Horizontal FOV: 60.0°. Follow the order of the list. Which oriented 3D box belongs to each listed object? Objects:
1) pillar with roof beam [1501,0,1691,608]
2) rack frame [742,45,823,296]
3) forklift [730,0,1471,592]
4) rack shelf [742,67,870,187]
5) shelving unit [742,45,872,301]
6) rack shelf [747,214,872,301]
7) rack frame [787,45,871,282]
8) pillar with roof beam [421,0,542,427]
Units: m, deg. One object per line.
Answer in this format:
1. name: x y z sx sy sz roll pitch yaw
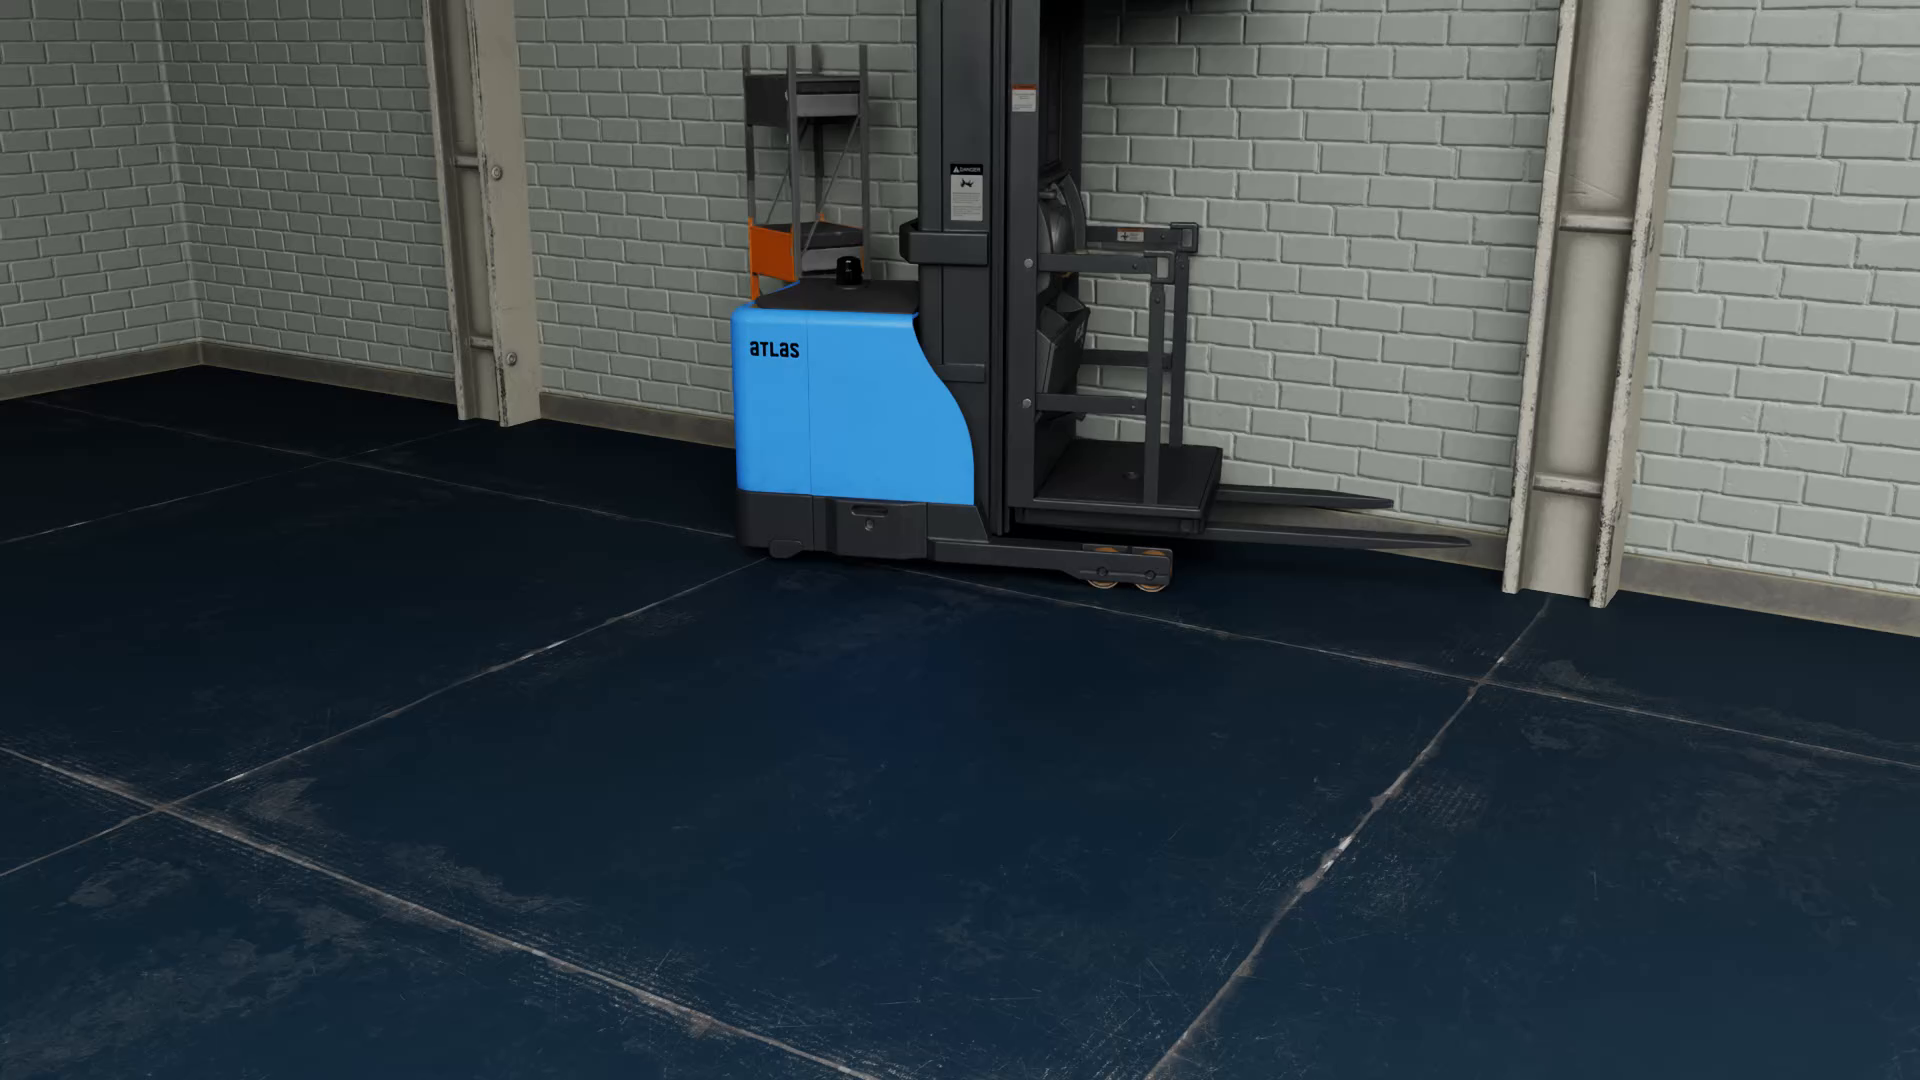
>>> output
1. pillar with roof beam: 0.176 -3.041 1.909 0.400 9.000 9.100 10 20 30
2. rack frame: -0.852 -1.355 8.230 0.400 2.100 0.015 -10 19 -30
3. forklift: 0.611 -1.362 6.822 3.031 2.935 1.130 4 17 12
4. rack shelf: -0.727 -1.953 7.833 0.431 0.518 0.480 -10 19 -30
5. shelving unit: -0.725 -1.296 8.030 0.431 2.100 0.503 -10 19 -30
6. rack shelf: -0.725 -1.283 8.034 0.431 0.518 0.480 -10 19 -30
7. rack frame: -0.598 -1.236 7.831 0.400 2.100 0.015 -10 19 -30
8. pillar with roof beam: -4.936 -3.953 4.913 0.400 9.000 9.100 10 20 30
